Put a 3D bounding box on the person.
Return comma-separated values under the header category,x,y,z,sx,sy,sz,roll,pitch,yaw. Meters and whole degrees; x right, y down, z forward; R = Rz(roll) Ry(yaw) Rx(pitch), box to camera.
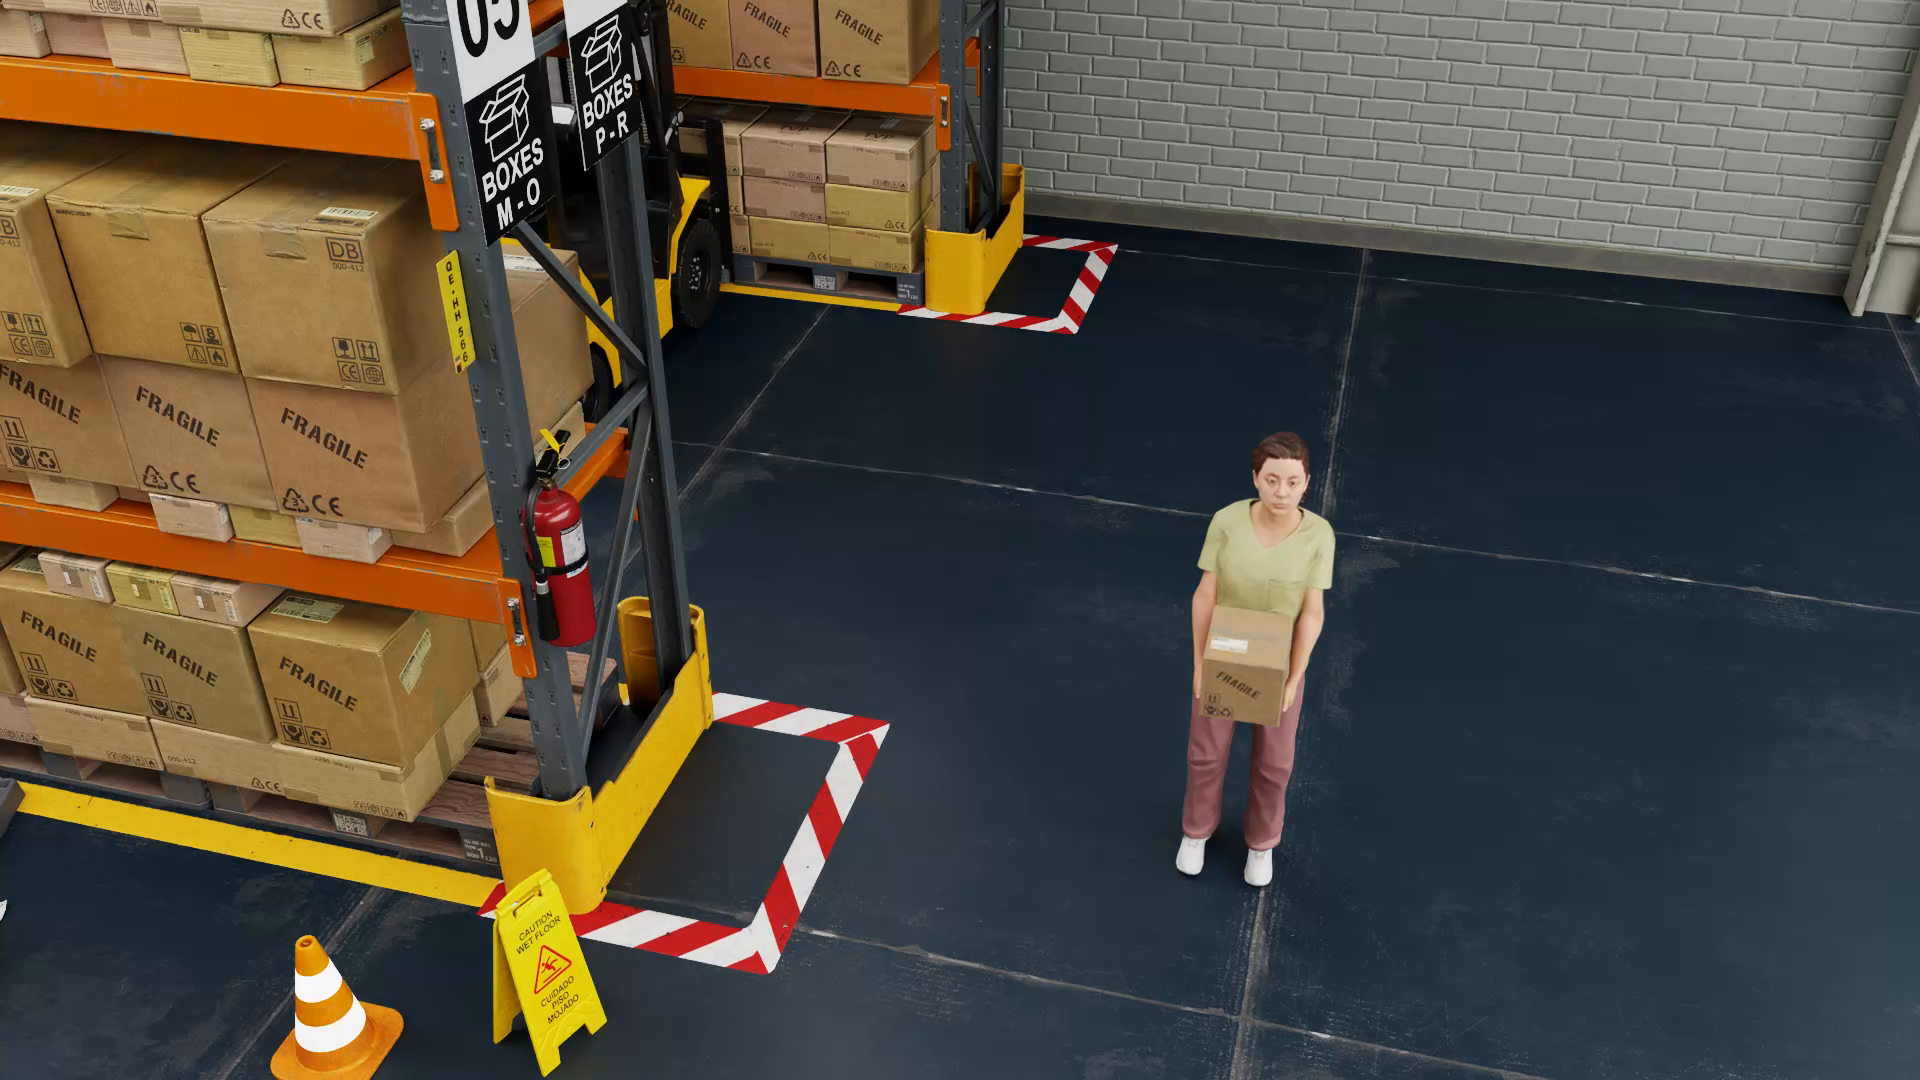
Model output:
category,x,y,z,sx,sy,sz,roll,pitch,yaw
person,0.960,0.536,5.541,0.464,1.425,0.468,8,34,12
